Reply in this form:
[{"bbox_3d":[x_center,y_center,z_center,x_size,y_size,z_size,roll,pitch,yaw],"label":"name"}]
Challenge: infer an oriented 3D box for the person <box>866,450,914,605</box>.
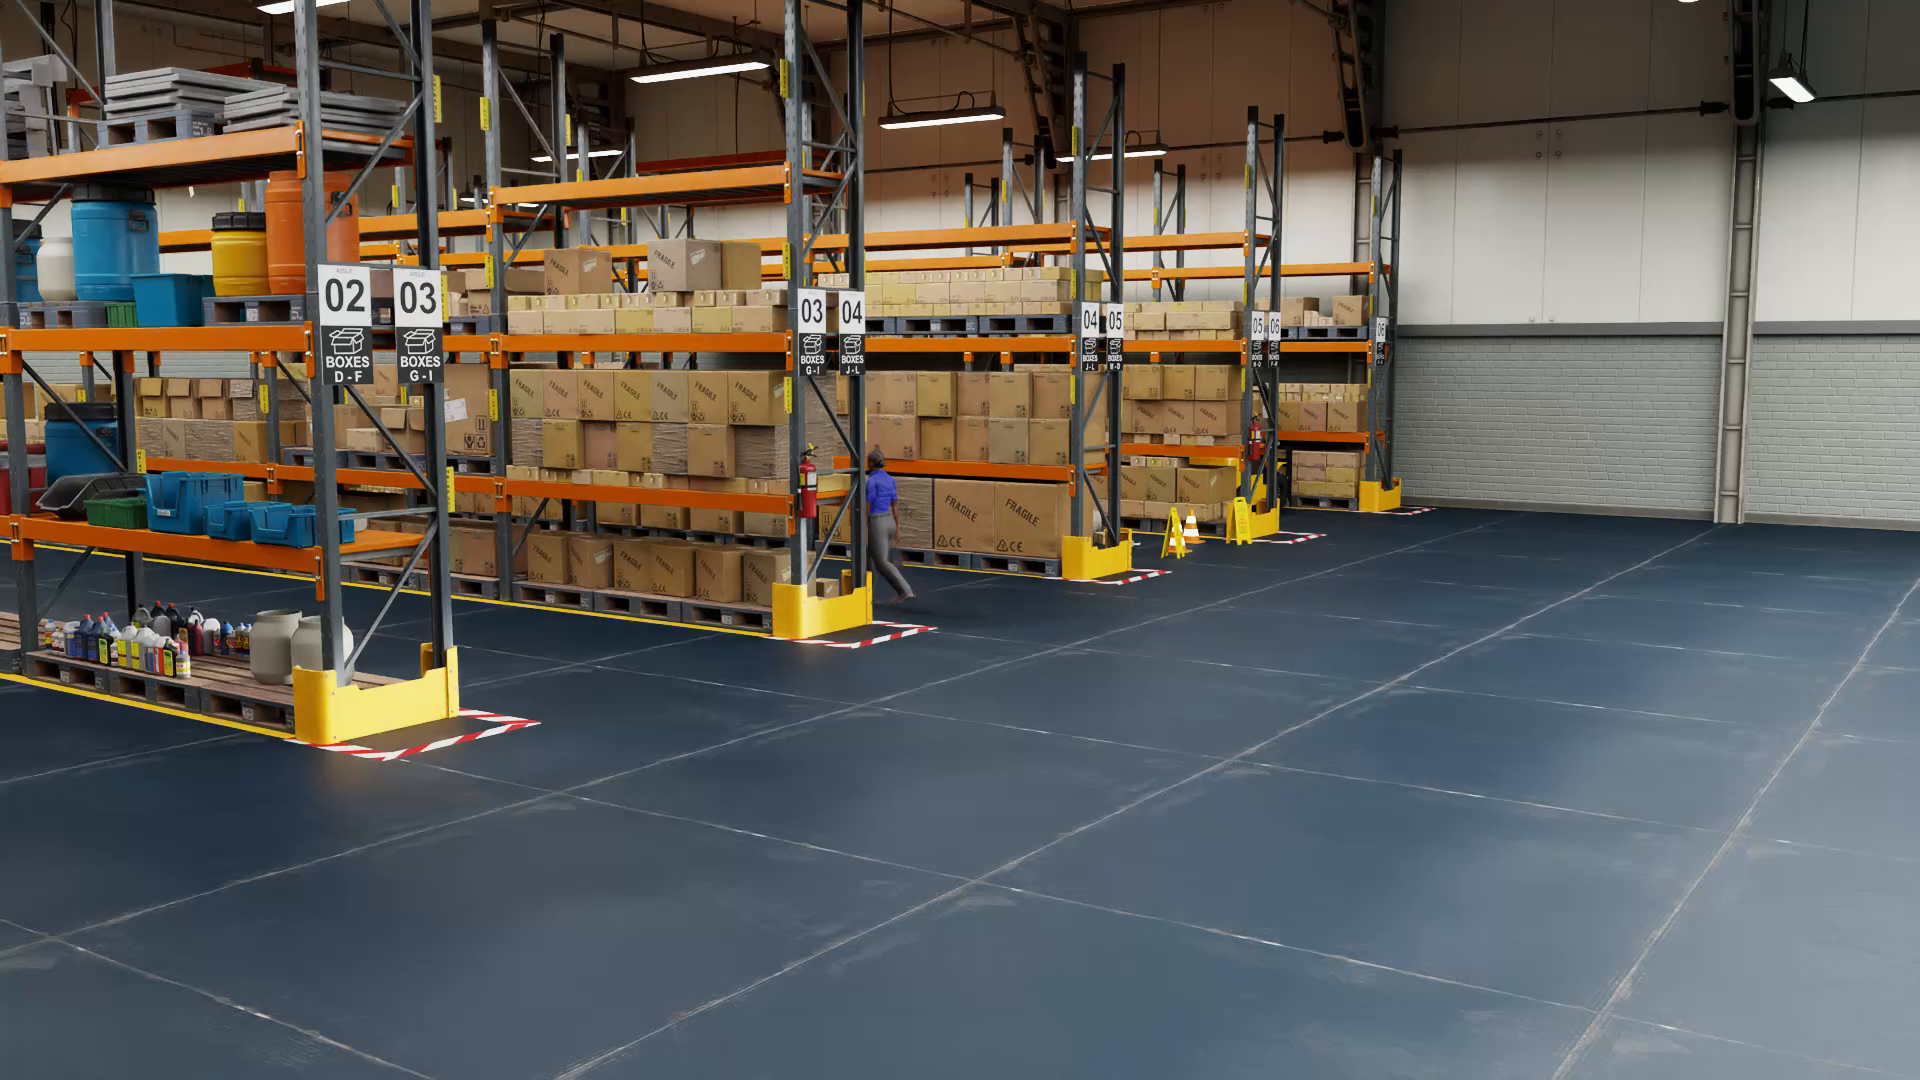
[{"bbox_3d":[-0.811,-0.126,17.188,0.993,1.614,0.460,4,7,31],"label":"person"}]
